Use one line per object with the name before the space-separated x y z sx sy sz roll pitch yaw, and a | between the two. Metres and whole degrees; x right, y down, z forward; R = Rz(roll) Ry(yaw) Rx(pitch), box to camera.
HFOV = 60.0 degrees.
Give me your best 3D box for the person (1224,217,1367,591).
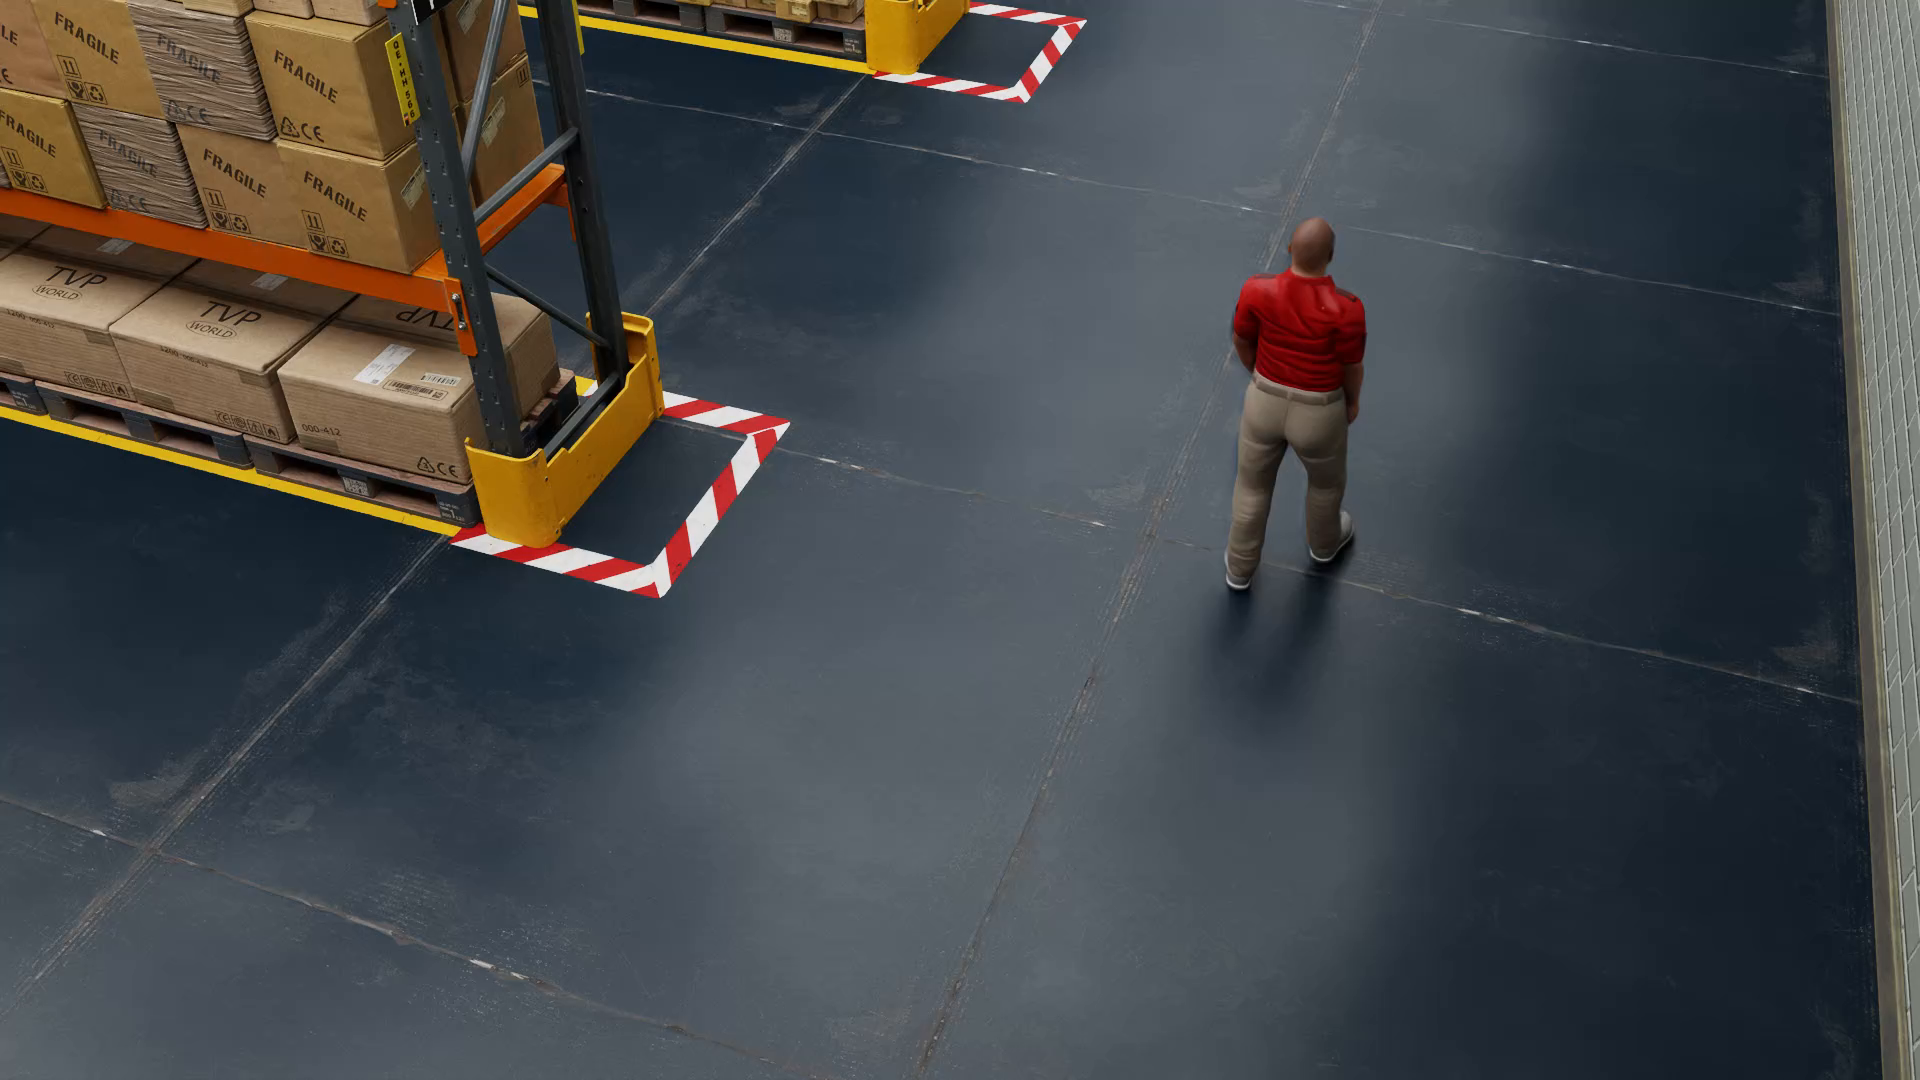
person | 1.398 -0.593 6.836 0.577 1.724 0.643 18 44 19
